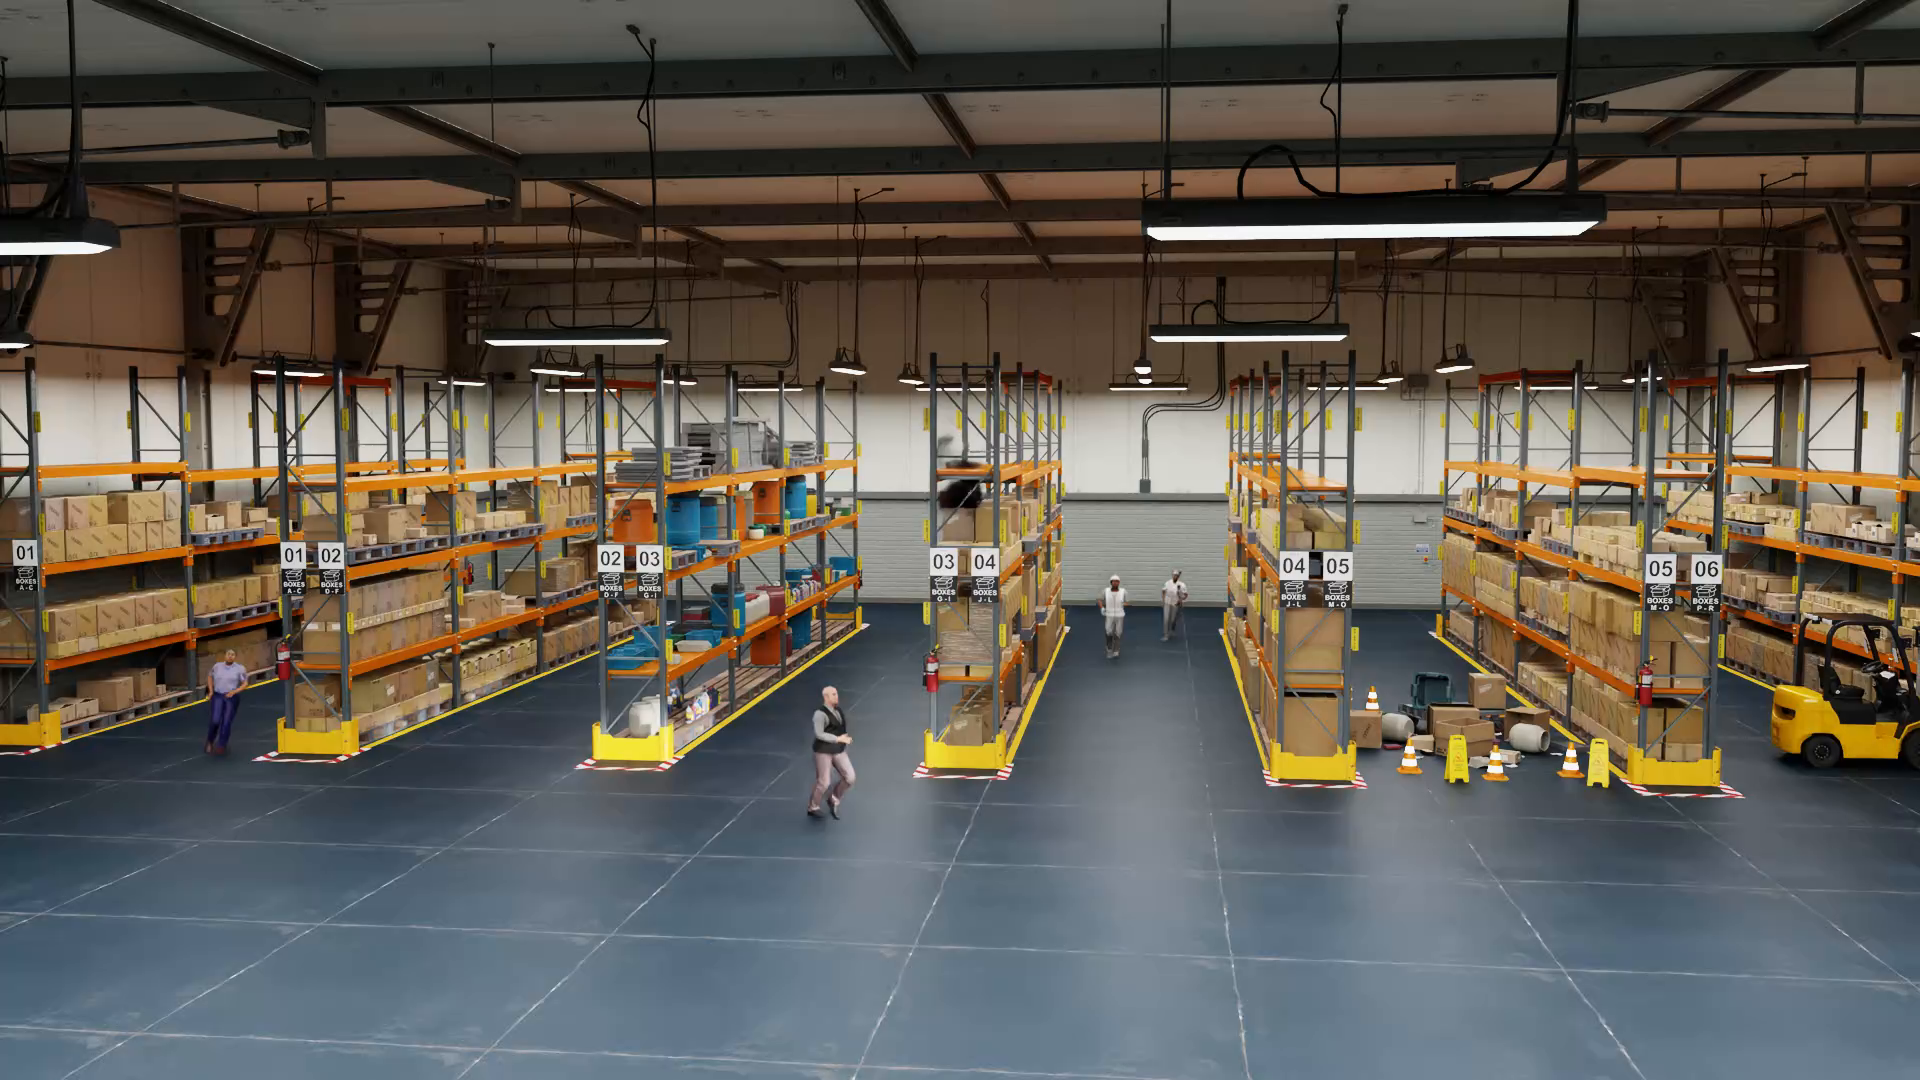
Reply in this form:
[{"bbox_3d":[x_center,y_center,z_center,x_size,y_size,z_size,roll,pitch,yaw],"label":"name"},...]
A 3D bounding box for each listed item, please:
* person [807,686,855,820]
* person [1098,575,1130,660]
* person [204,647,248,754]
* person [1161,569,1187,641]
[{"bbox_3d":[-1.601,2.677,20.820,0.768,1.704,0.625,3,5,36],"label":"person"},{"bbox_3d":[3.252,1.642,35.063,0.660,1.795,0.660,0,4,3],"label":"person"},{"bbox_3d":[-11.083,2.436,25.090,0.648,1.594,0.543,-1,4,-20],"label":"person"},{"bbox_3d":[4.920,1.489,38.296,0.607,1.647,0.613,1,4,20],"label":"person"}]
